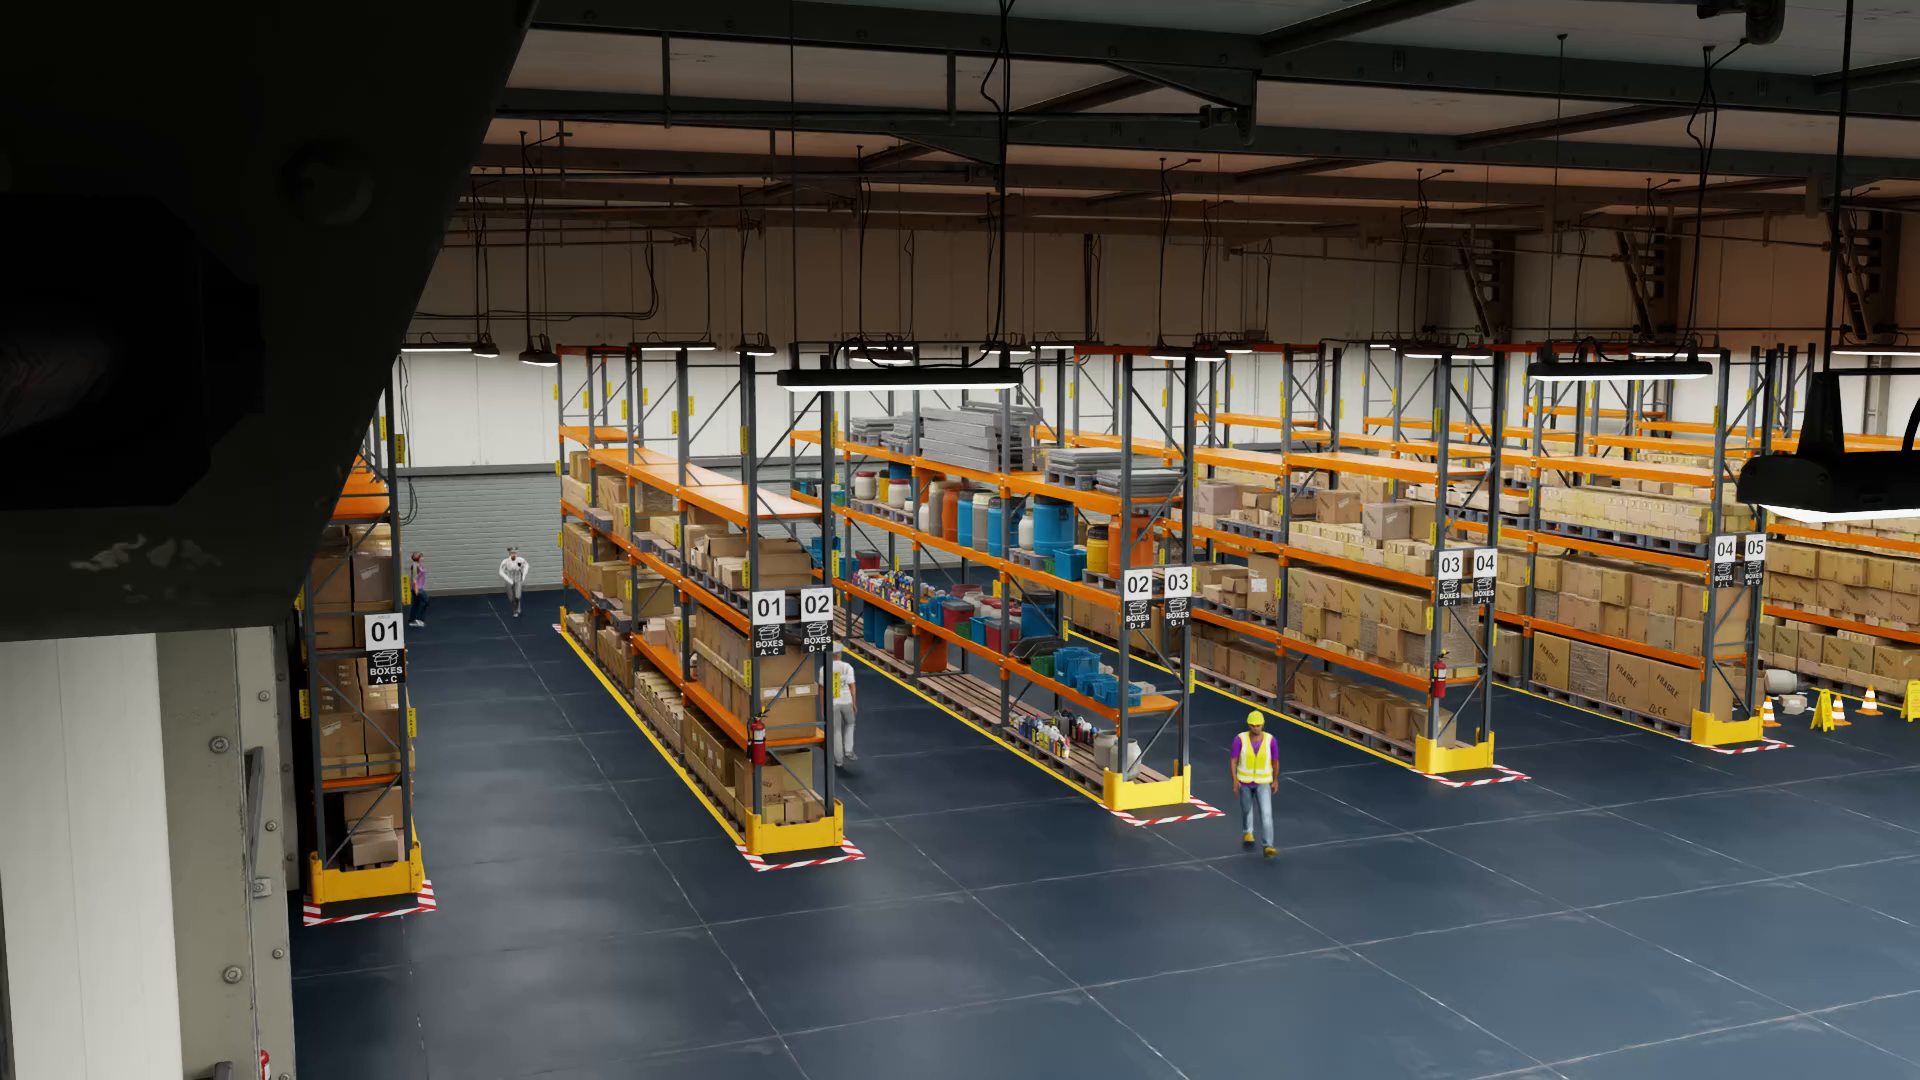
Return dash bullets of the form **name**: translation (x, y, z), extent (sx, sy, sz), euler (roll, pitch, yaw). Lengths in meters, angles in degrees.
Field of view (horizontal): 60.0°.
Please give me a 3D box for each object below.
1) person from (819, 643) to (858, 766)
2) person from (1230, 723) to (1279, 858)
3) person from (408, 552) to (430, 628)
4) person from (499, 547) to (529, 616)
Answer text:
- **person**: translation (-1.768, 2.390, 24.183), extent (0.564, 1.774, 0.526), euler (-1, 7, -8)
- **person**: translation (3.565, 2.984, 20.119), extent (0.610, 1.573, 1.056), euler (2, 7, 14)
- **person**: translation (-11.532, 1.069, 35.379), extent (0.446, 1.591, 0.438), euler (-3, 8, -22)
- **person**: translation (-9.784, 0.912, 36.516), extent (0.605, 1.594, 0.700), euler (-1, 7, -10)
